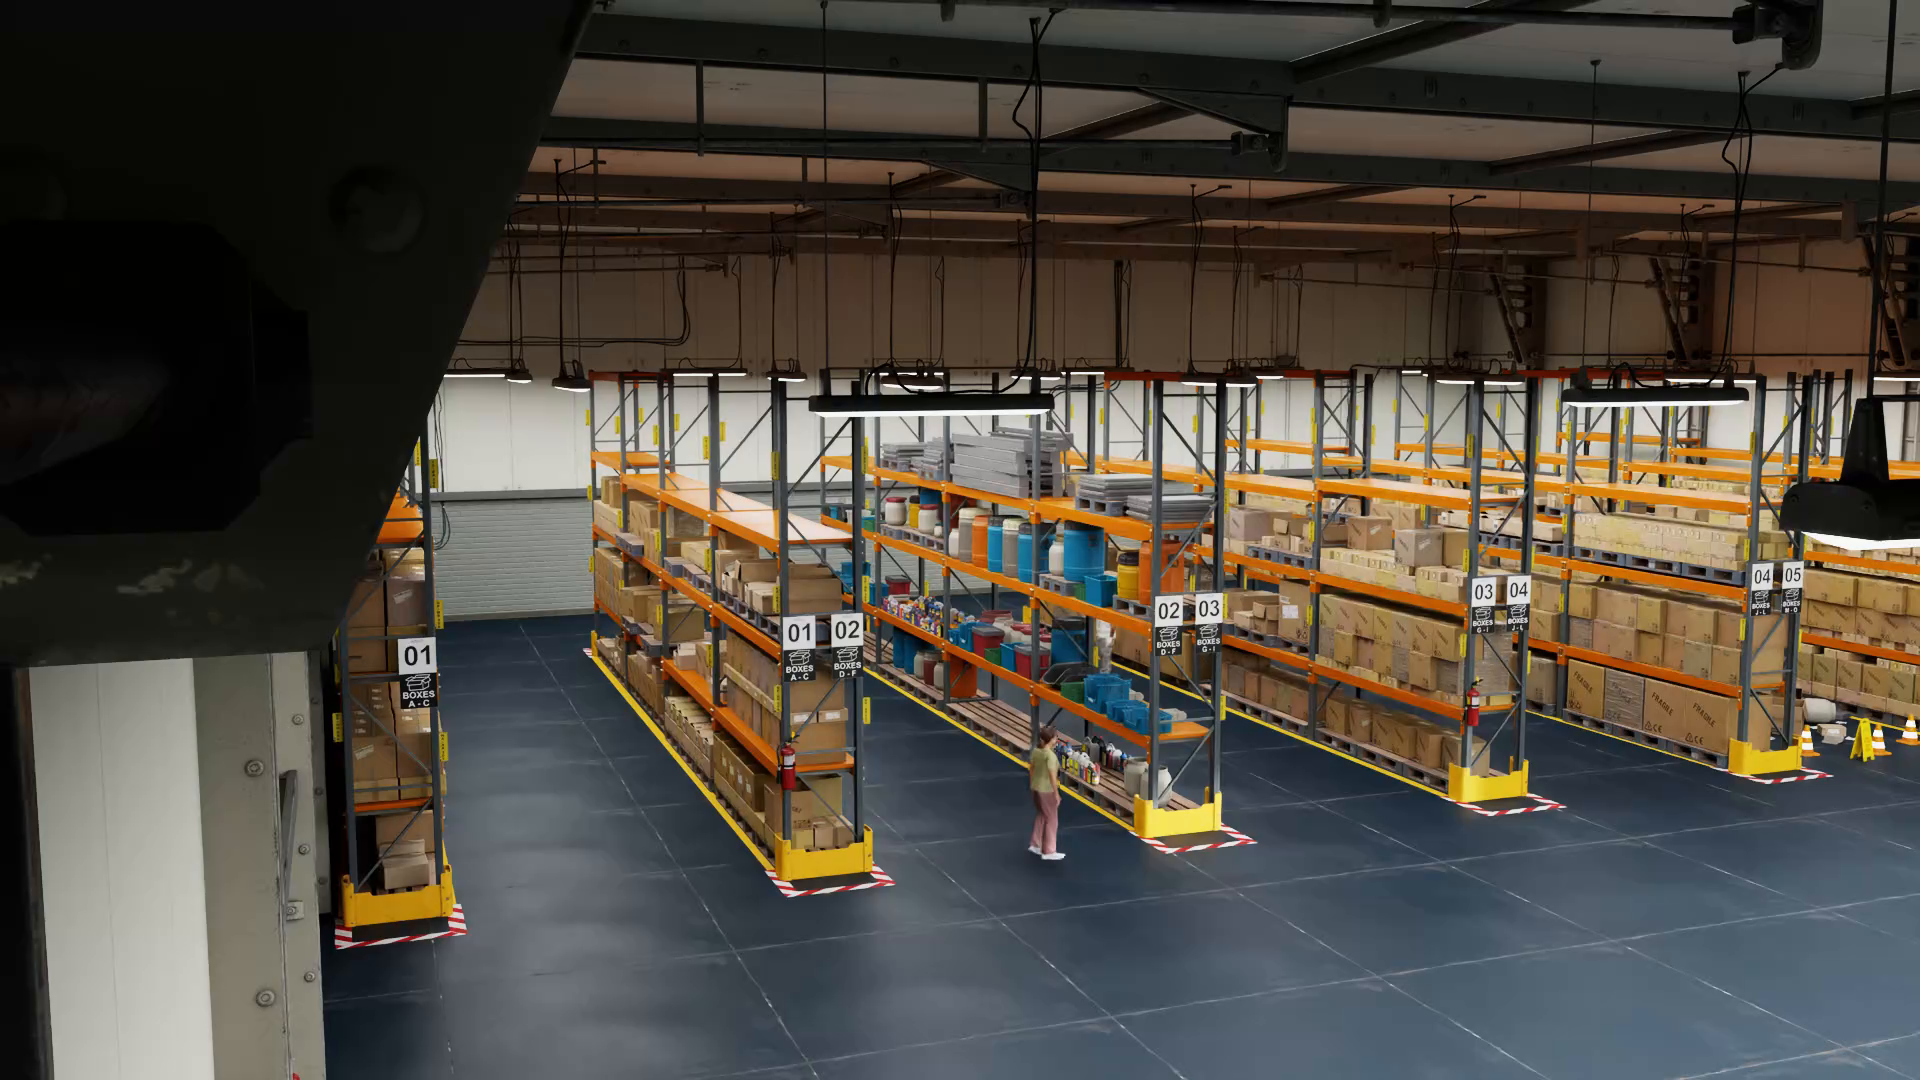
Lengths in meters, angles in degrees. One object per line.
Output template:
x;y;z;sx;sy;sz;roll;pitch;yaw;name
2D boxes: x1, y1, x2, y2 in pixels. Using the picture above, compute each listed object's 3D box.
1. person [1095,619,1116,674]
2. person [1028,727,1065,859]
2.773;1.889;31.771;0.505;1.778;0.628;-1;7;-11;person
1.095;3.203;20.932;0.362;1.724;0.518;-4;7;-31;person
